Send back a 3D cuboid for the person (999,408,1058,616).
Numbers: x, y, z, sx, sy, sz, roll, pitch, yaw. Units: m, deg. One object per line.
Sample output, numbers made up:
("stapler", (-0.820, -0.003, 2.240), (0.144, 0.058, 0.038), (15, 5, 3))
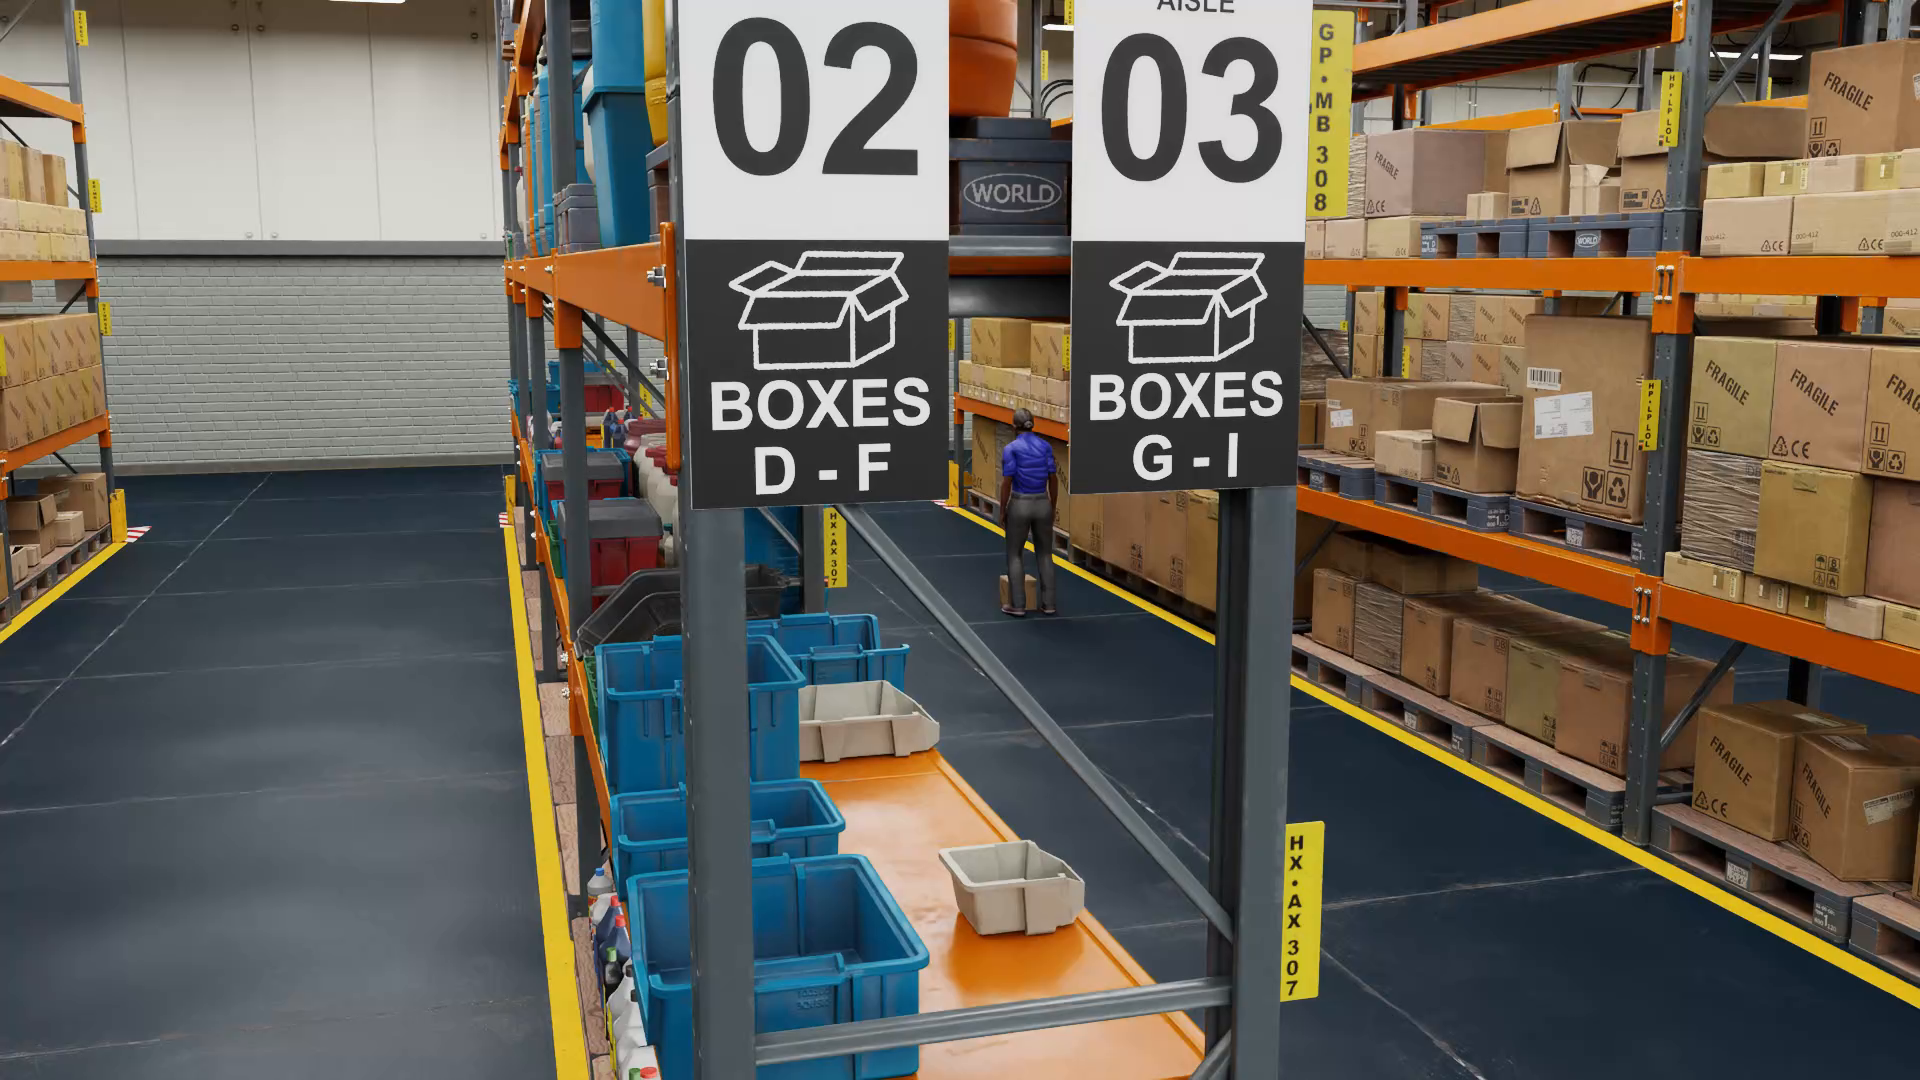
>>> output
("person", (0.551, -0.224, 13.256), (0.522, 1.653, 0.352), (-3, 10, -19))
